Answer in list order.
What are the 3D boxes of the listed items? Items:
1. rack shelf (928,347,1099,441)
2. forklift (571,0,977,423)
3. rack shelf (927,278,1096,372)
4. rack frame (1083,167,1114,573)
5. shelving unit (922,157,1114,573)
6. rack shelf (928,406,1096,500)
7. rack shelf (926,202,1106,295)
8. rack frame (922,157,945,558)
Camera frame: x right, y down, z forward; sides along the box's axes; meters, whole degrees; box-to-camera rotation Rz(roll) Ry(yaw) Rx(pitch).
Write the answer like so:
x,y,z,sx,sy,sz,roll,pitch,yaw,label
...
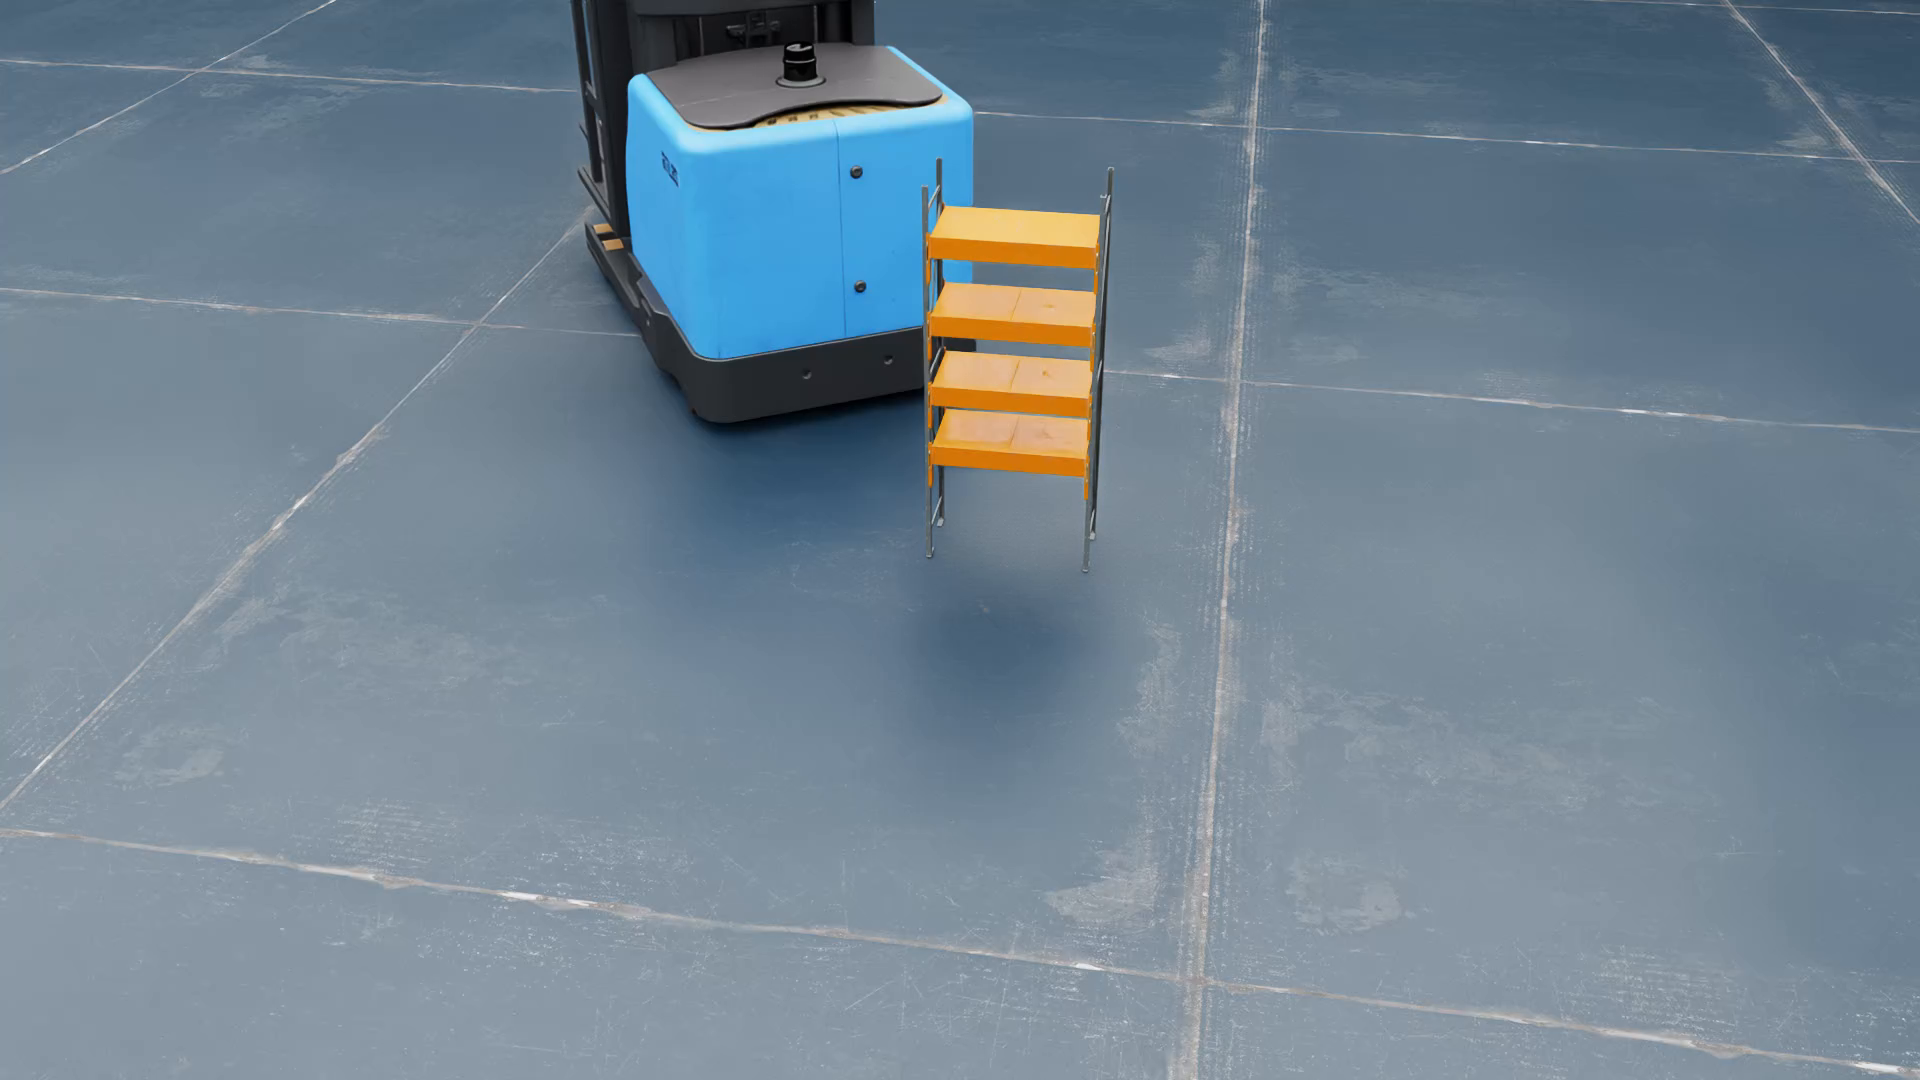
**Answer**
x,y,z,sx,sy,sz,roll,pitch,yaw,label
0.163,-0.437,4.944,0.480,0.148,0.258,5,32,8,rack shelf
-0.963,-2.417,6.349,1.130,2.935,3.031,-12,34,-19,forklift
0.163,-0.626,4.825,0.480,0.148,0.258,5,32,8,rack shelf
0.404,-0.472,4.873,0.015,1.200,0.240,5,32,8,rack frame
0.163,-0.494,4.908,0.503,1.200,0.258,5,32,8,shelving unit
0.163,-0.268,5.049,0.480,0.148,0.258,5,32,8,rack shelf
0.163,-0.827,4.700,0.480,0.148,0.258,5,32,8,rack shelf
-0.077,-0.516,4.943,0.015,1.200,0.240,5,32,8,rack frame
